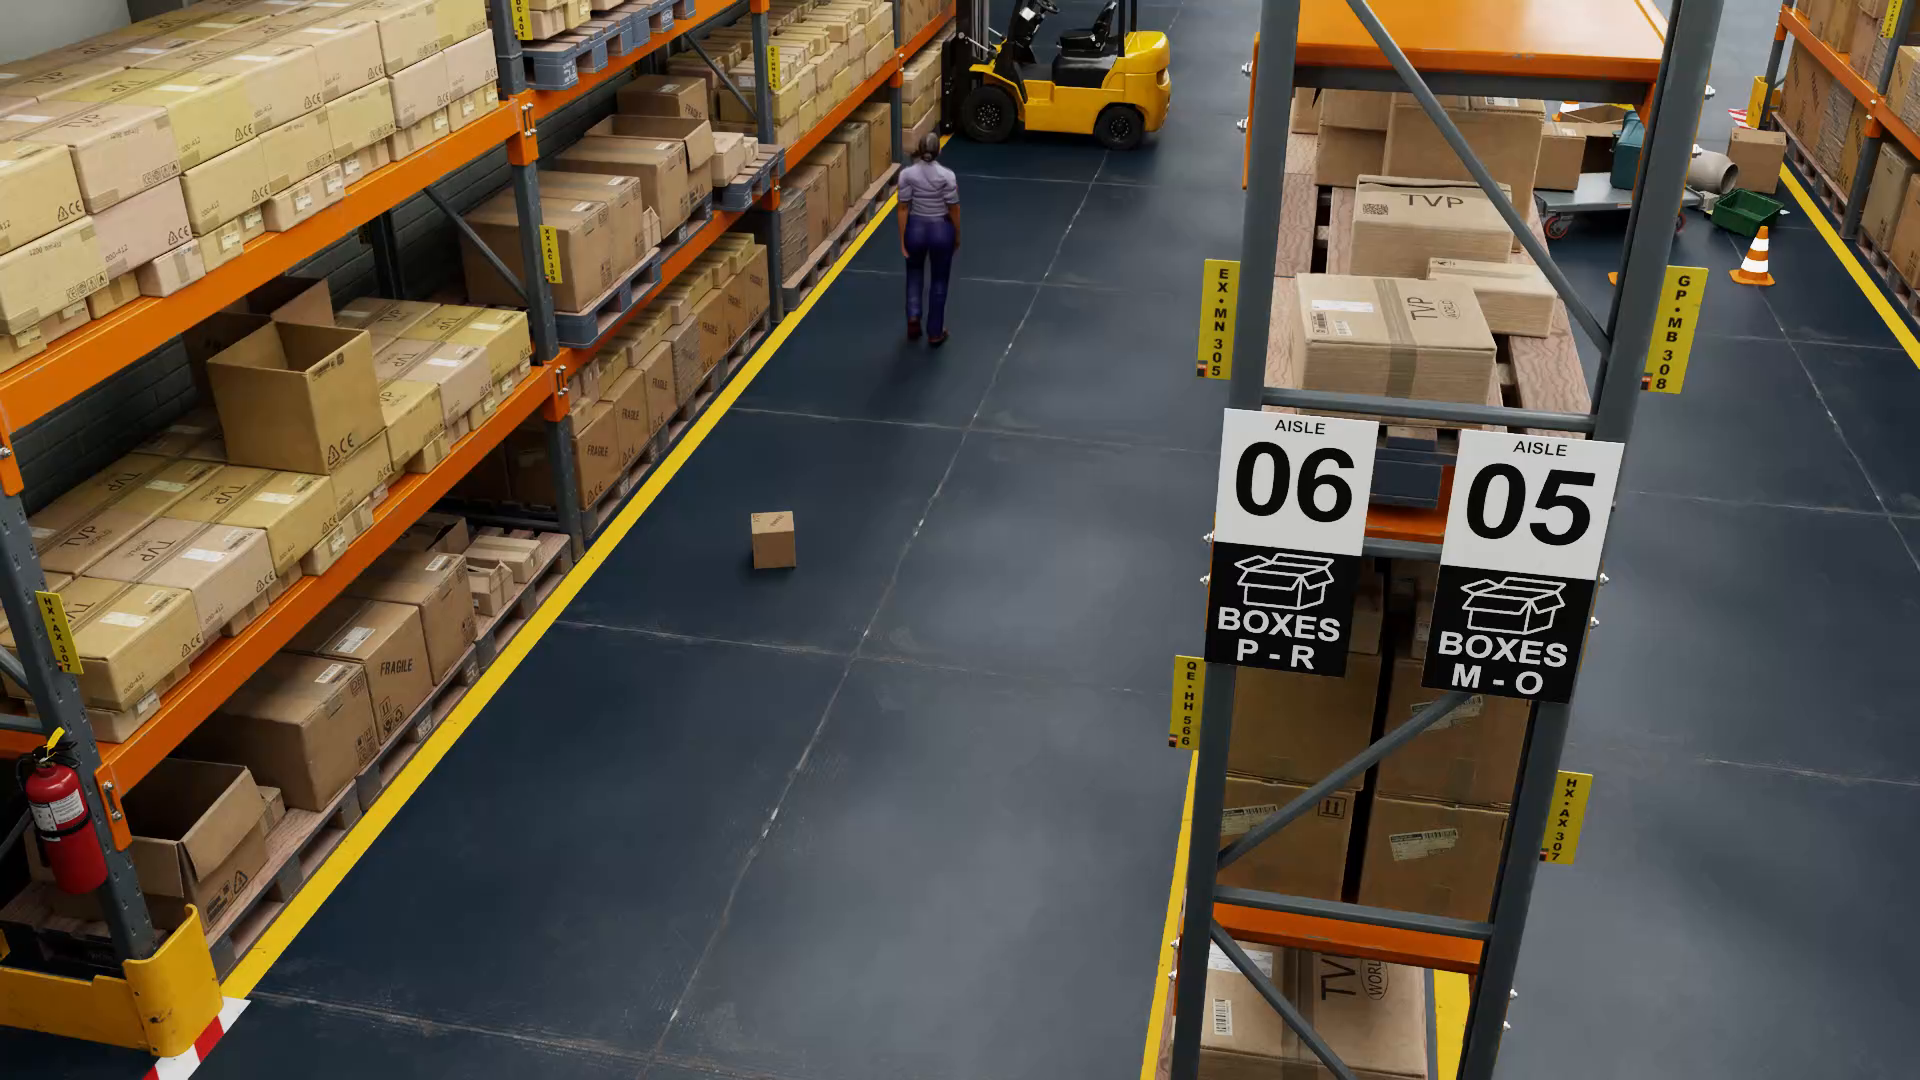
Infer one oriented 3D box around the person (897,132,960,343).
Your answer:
[{"bbox_3d":[-0.225,-2.330,12.831,0.475,1.684,0.440,5,29,9],"label":"person"}]
